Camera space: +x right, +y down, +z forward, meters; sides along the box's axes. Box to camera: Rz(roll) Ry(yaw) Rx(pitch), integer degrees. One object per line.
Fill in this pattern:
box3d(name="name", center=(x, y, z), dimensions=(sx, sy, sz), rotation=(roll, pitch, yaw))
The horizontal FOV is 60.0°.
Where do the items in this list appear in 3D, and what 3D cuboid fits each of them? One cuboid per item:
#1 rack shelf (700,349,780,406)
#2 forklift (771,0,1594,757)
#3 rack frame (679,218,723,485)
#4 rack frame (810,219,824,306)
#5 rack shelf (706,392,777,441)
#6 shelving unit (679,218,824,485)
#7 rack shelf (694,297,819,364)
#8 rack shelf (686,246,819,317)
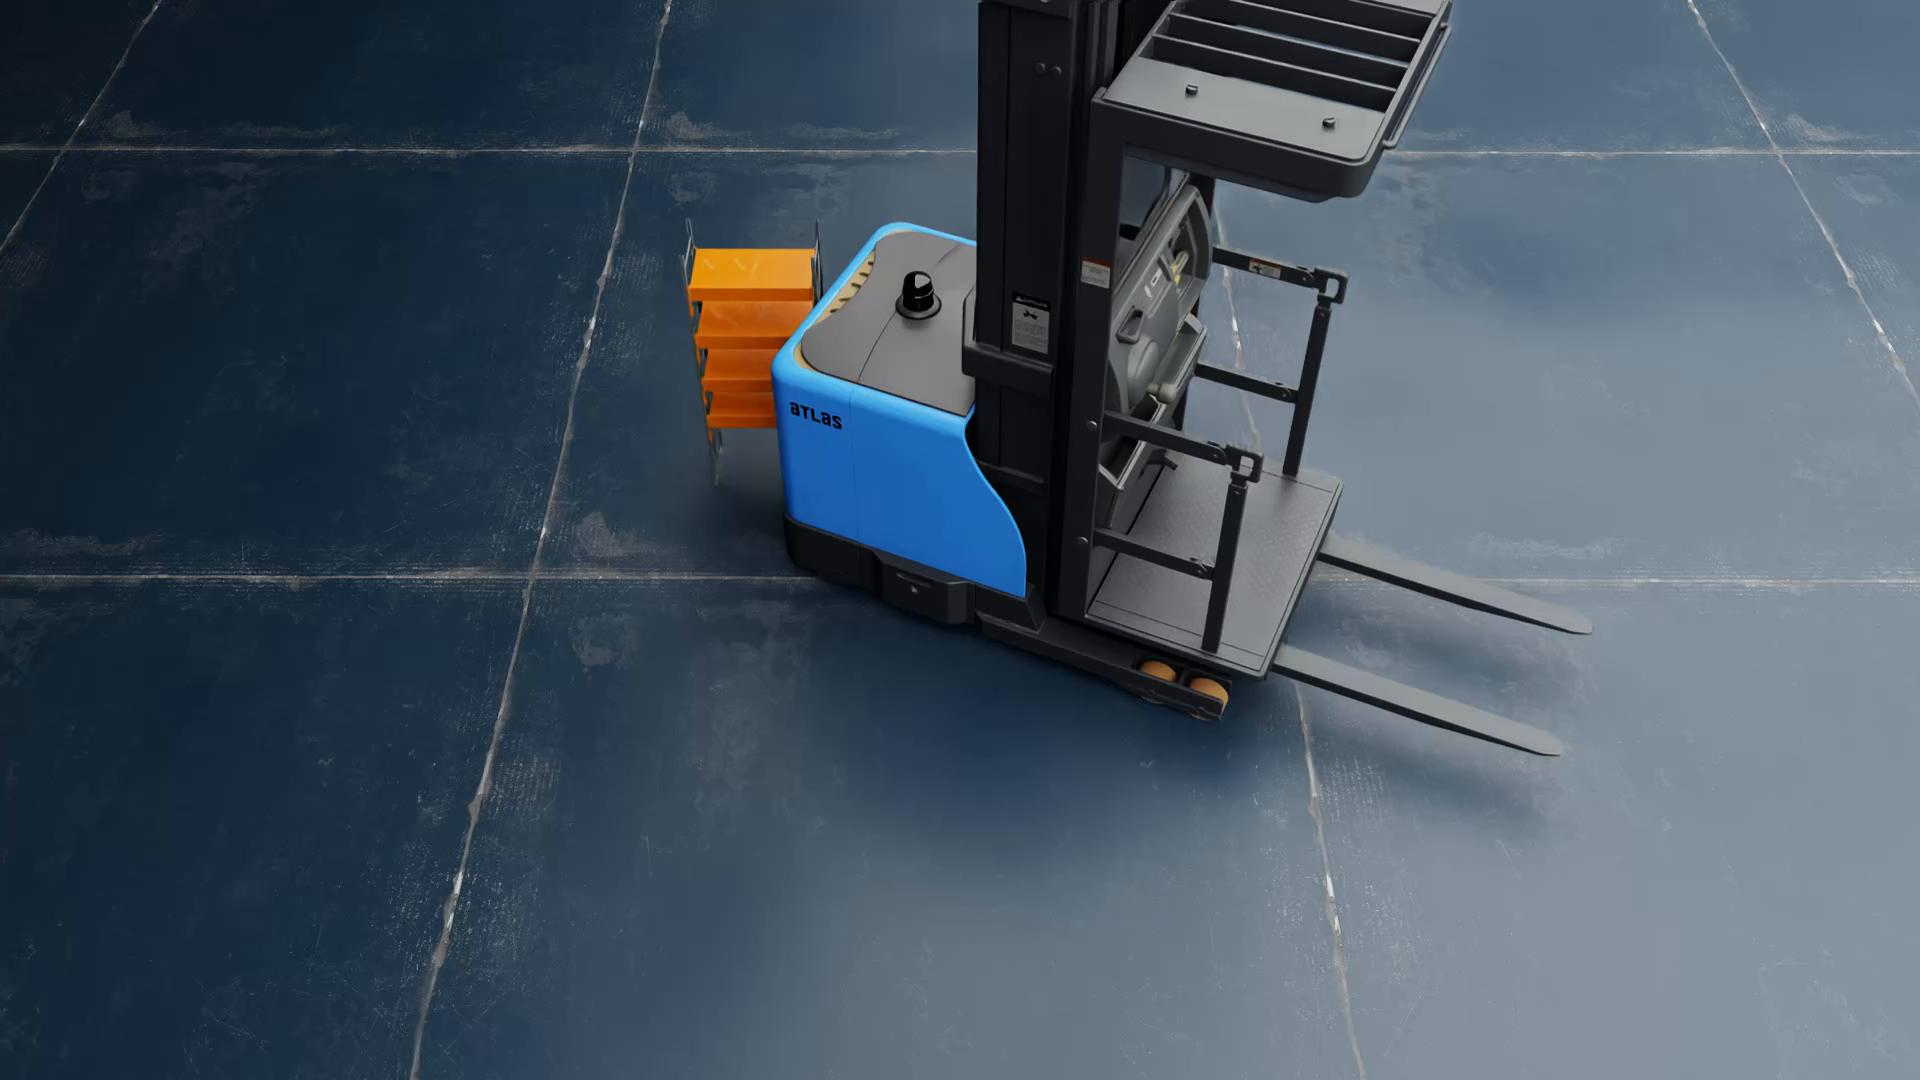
box3d(name="rack shelf", center=(-0.791, -0.681, 6.737), dimensions=(0.480, 0.148, 0.258), rotation=(0, 47, 0))
box3d(name="forklift", center=(0.862, -0.772, 5.547), dimensions=(3.031, 2.935, 1.130), rotation=(18, 50, 16))
box3d(name="rack frame", center=(-1.035, -0.728, 6.689), dimensions=(0.015, 1.200, 0.240), rotation=(0, 47, 0))
box3d(name="rack frame", center=(-0.547, -0.726, 6.687), dimensions=(0.015, 1.200, 0.240), rotation=(0, 47, 0))
box3d(name="rack shelf", center=(-0.791, -0.546, 6.882), dimensions=(0.480, 0.148, 0.258), rotation=(0, 47, 0))
box3d(name="shelving unit", center=(-0.791, -0.727, 6.688), dimensions=(0.503, 1.200, 0.258), rotation=(0, 47, 0))
box3d(name="rack shelf", center=(-0.791, -0.834, 6.573), dimensions=(0.480, 0.148, 0.258), rotation=(0, 47, 0))
box3d(name="rack shelf", center=(-0.791, -0.995, 6.400), dimensions=(0.480, 0.148, 0.258), rotation=(0, 47, 0))
